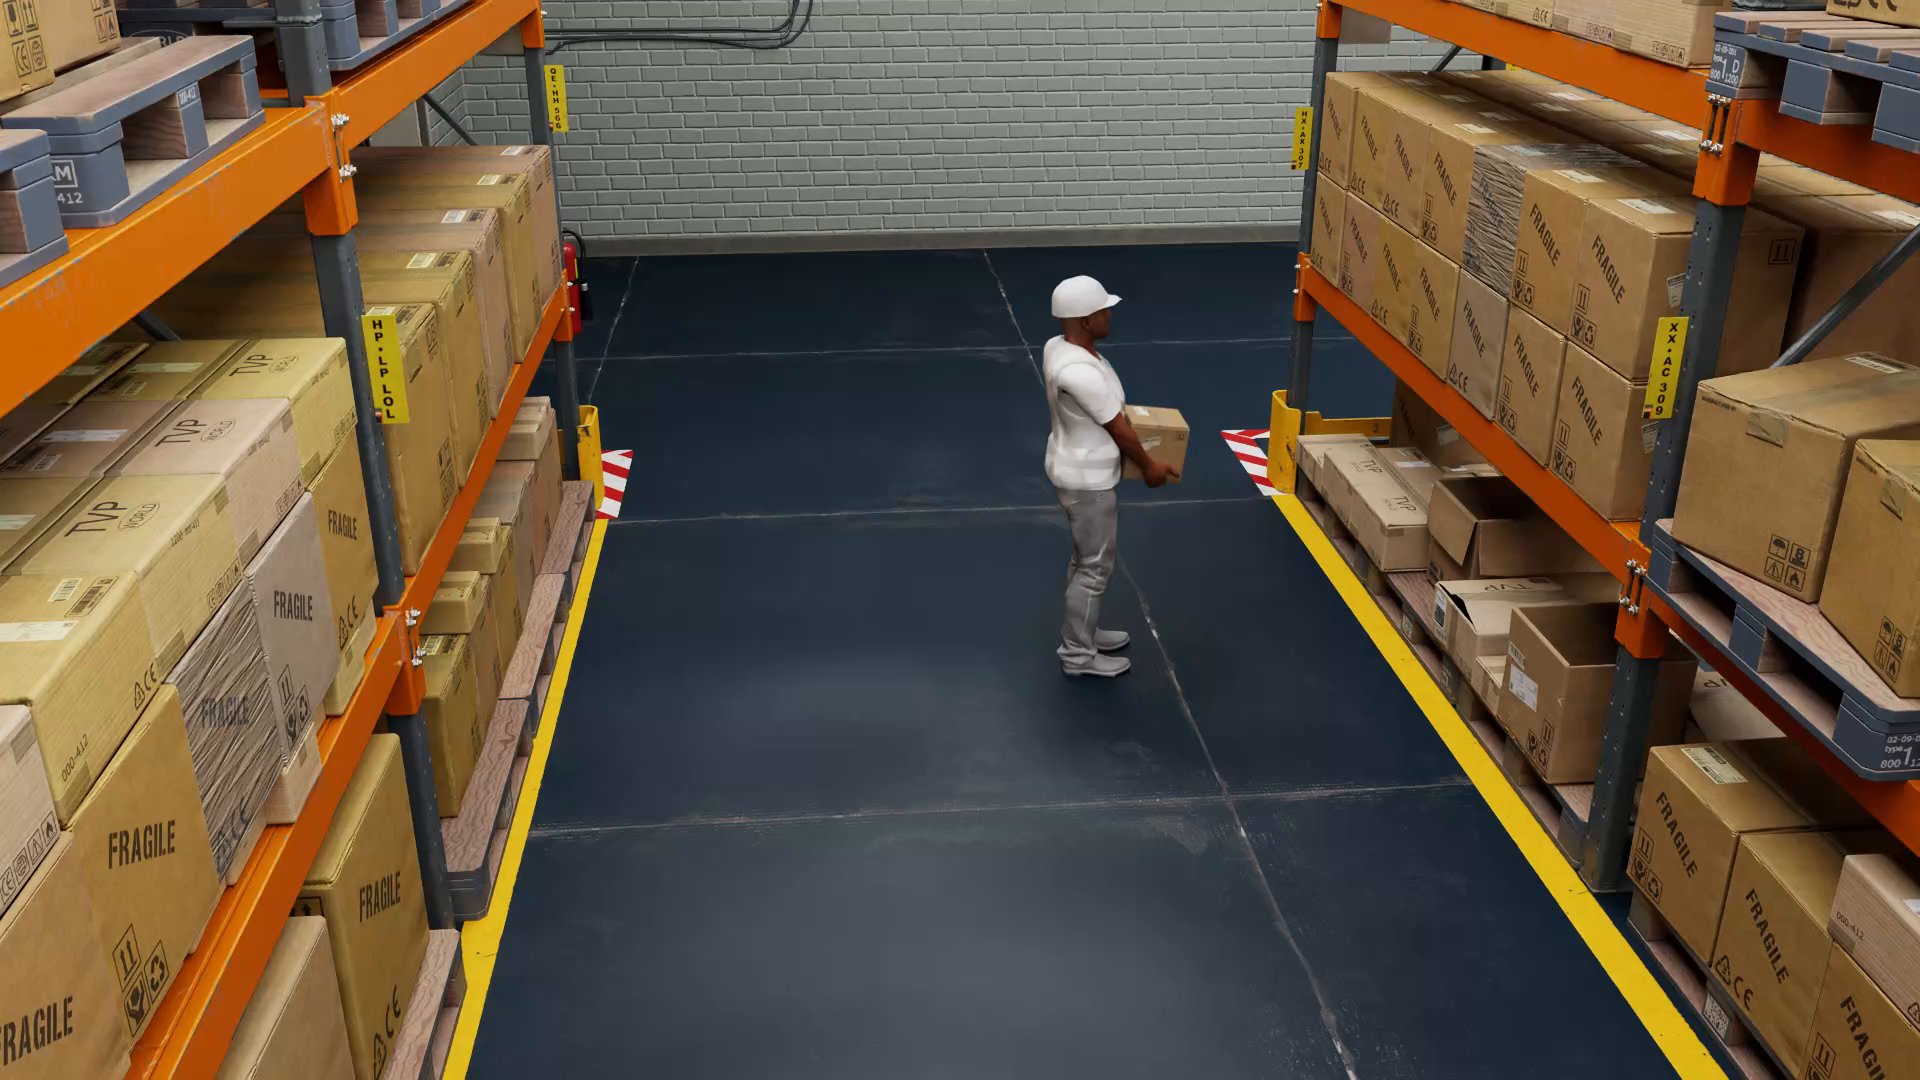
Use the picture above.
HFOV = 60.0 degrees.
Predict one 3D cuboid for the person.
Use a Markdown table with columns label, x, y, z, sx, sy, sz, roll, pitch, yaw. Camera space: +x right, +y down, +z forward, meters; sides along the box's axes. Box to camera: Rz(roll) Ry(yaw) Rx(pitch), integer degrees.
| label | x | y | z | sx | sy | sz | roll | pitch | yaw |
| --- | --- | --- | --- | --- | --- | --- | --- | --- | --- |
| person | 0.640 | -0.280 | 7.216 | 0.569 | 1.761 | 0.504 | -2 | 24 | -4 |
